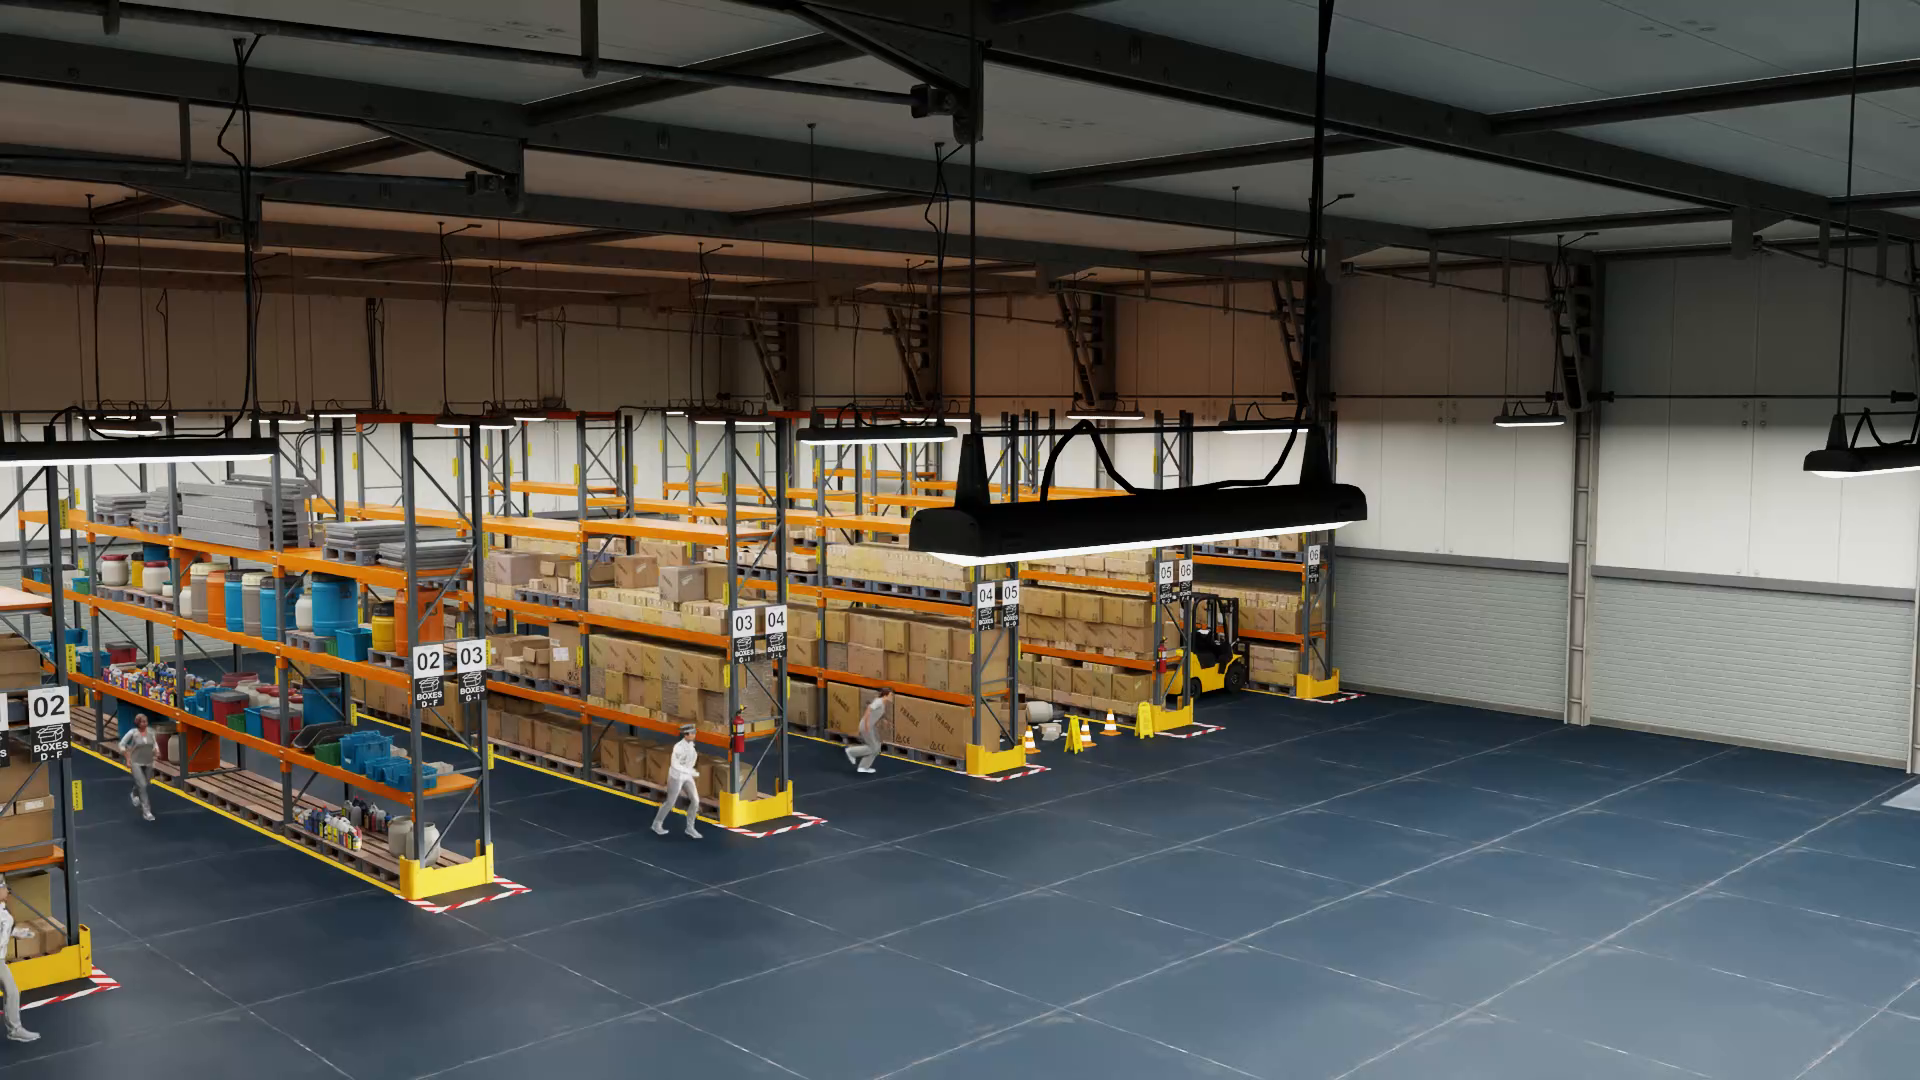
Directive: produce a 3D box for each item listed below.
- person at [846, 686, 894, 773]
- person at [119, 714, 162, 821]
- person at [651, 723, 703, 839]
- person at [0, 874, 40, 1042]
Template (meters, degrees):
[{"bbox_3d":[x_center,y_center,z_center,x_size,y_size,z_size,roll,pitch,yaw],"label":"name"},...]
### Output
[{"bbox_3d":[-1.520,3.183,27.866,0.834,1.486,0.579,1,5,10],"label":"person"},{"bbox_3d":[-12.333,3.378,24.978,0.847,1.590,0.519,4,6,39],"label":"person"},{"bbox_3d":[-4.034,3.438,23.818,0.764,1.688,0.634,2,6,26],"label":"person"},{"bbox_3d":[-9.498,4.098,16.174,0.901,1.688,0.596,-2,5,-23],"label":"person"}]
